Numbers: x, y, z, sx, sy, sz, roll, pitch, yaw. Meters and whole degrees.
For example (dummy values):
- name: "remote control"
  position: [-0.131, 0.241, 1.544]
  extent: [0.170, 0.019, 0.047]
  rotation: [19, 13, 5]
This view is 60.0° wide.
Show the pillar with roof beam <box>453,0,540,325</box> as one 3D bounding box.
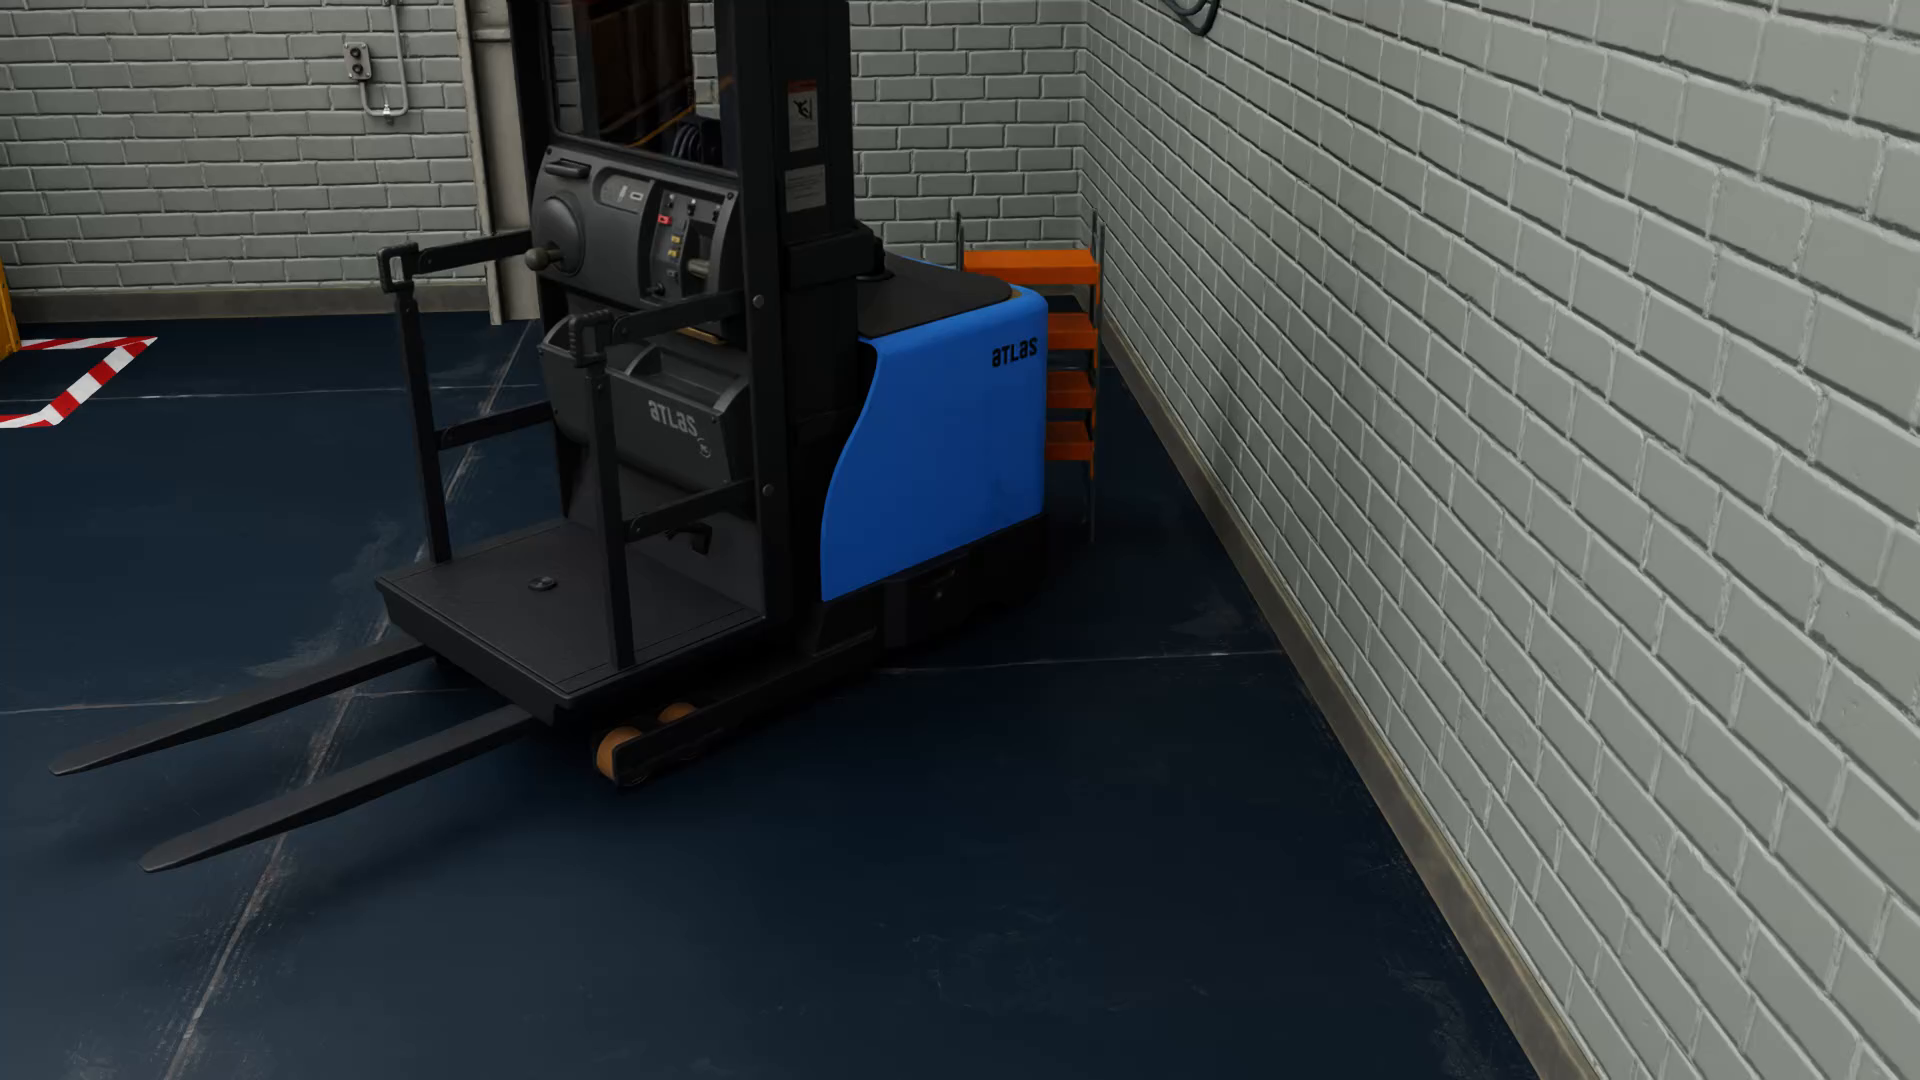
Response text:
- name: "pillar with roof beam"
  position: [-1.881, -3.582, 3.229]
  extent: [0.400, 9.000, 9.100]
  rotation: [-2, 24, -5]

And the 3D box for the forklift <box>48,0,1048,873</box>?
- name: "forklift"
  position: [-1.092, -0.881, 4.624]
  extent: [1.130, 2.935, 3.031]
  rotation: [22, 32, 40]

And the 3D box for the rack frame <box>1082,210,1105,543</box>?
- name: "rack frame"
  position: [0.487, -0.585, 6.089]
  extent: [0.015, 1.200, 0.240]
  rotation: [-1, 24, -3]

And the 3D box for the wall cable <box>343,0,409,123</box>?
- name: "wall cable"
  position: [-3.725, -3.021, 8.102]
  extent: [1.851, 1.984, 0.084]
  rotation: [-2, 24, -5]

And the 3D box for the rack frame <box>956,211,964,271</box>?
- name: "rack frame"
  position: [0.000, -0.575, 6.067]
  extent: [0.015, 1.200, 0.240]
  rotation: [-1, 24, -3]

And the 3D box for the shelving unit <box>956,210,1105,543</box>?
- name: "shelving unit"
  position: [0.244, -0.580, 6.078]
  extent: [0.503, 1.200, 0.258]
  rotation: [-1, 24, -3]

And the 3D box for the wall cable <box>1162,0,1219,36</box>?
- name: "wall cable"
  position: [0.758, -3.527, 6.929]
  extent: [0.112, 2.526, 3.097]
  rotation: [-2, 24, -5]

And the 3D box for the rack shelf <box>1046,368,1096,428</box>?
- name: "rack shelf"
  position: [0.244, -0.519, 6.106]
  extent: [0.480, 0.148, 0.258]
  rotation: [-1, 24, -3]

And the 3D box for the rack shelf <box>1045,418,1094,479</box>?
- name: "rack shelf"
  position: [0.244, -0.337, 6.186]
  extent: [0.480, 0.148, 0.258]
  rotation: [-1, 24, -3]

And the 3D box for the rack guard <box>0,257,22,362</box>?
- name: "rack guard"
  position: [-4.882, -0.982, 7.843]
  extent: [0.348, 0.500, 1.175]
  rotation: [-2, 24, -5]

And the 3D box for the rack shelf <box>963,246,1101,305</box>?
- name: "rack shelf"
  position: [0.244, -0.939, 5.919]
  extent: [0.480, 0.148, 0.258]
  rotation: [-1, 24, -3]

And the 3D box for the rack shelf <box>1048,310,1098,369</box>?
- name: "rack shelf"
  position: [0.244, -0.723, 6.015]
  extent: [0.480, 0.148, 0.258]
  rotation: [-1, 24, -3]
